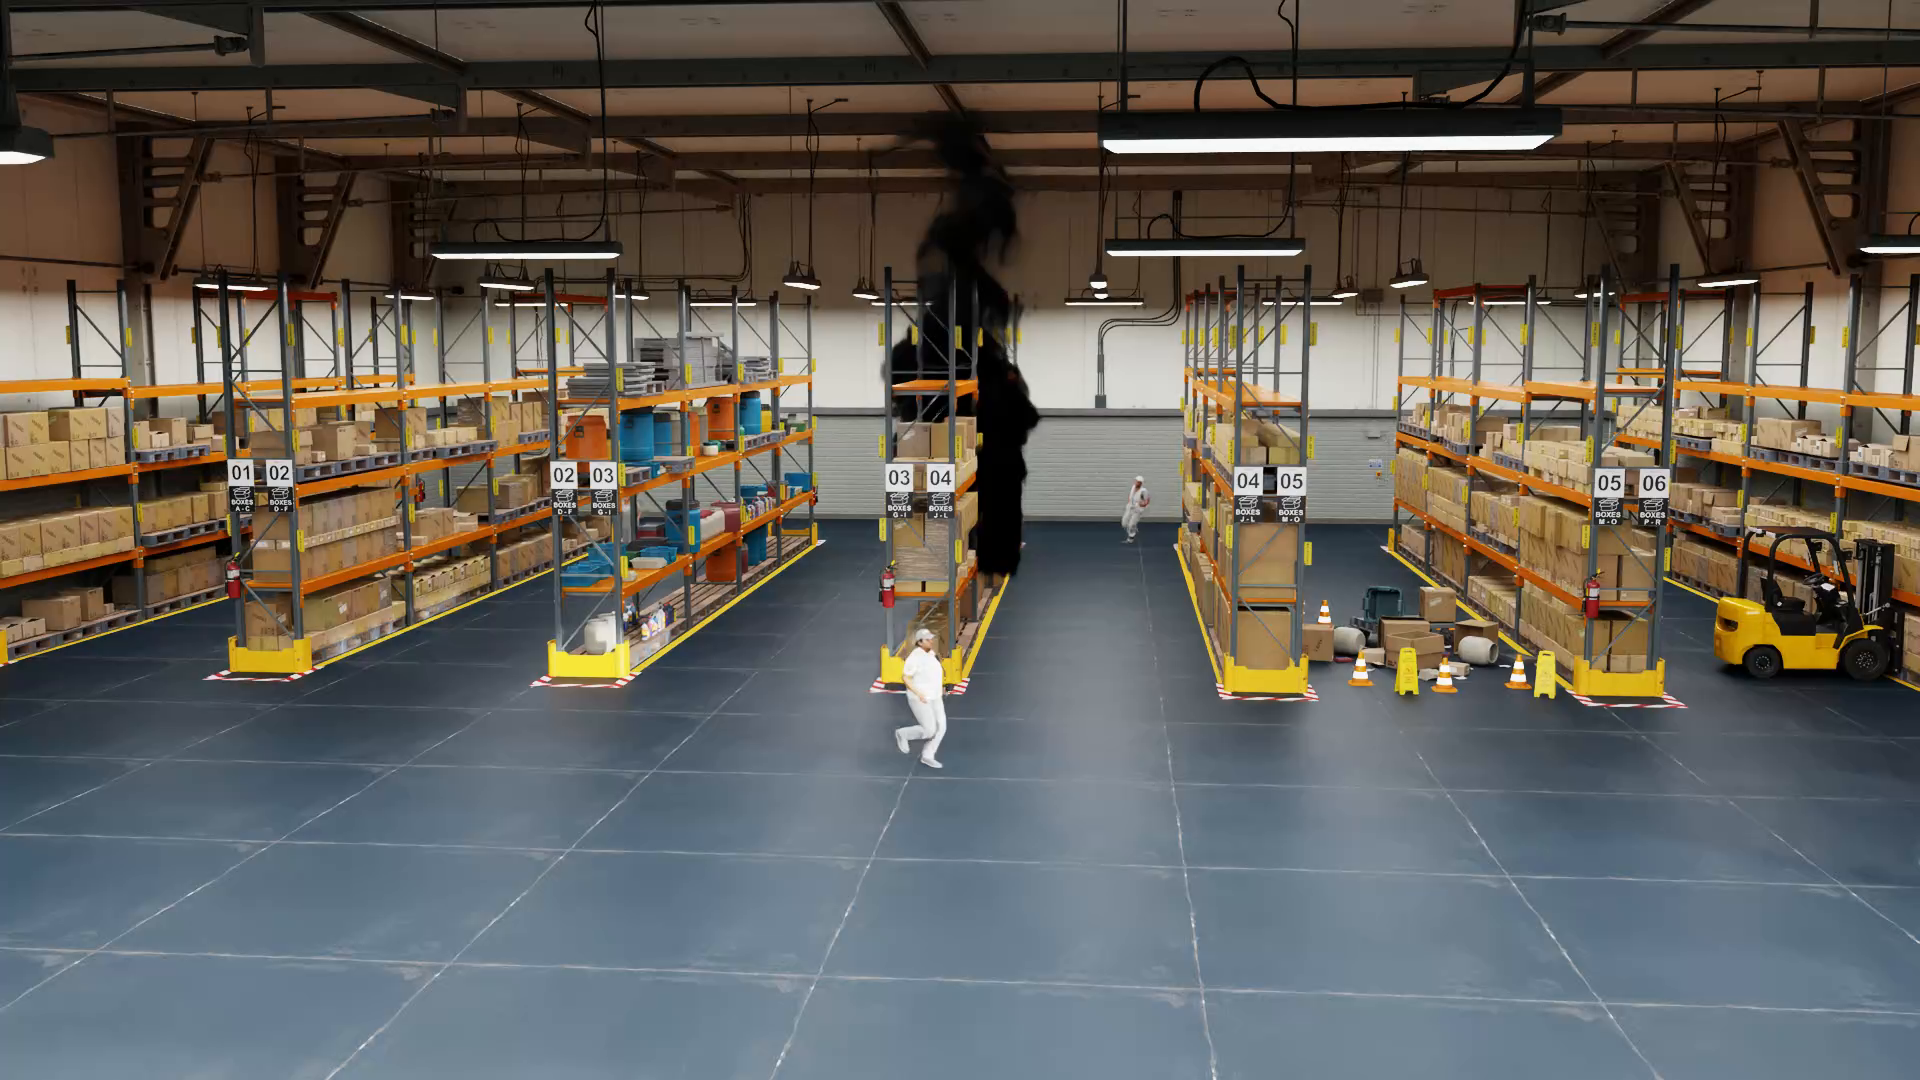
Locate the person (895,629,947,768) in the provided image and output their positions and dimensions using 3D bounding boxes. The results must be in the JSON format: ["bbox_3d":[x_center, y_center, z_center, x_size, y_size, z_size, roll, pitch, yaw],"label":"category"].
[{"bbox_3d":[-0.453,1.848,19.541,0.579,1.636,0.617,4,8,32],"label":"person"}]

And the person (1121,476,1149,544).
[{"bbox_3d":[4.249,-0.718,40.202,0.591,1.686,0.744,-7,10,-44],"label":"person"}]

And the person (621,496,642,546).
[{"bbox_3d":[-7.299,-0.258,36.583,0.568,1.672,0.922,0,7,-3],"label":"person"}]
